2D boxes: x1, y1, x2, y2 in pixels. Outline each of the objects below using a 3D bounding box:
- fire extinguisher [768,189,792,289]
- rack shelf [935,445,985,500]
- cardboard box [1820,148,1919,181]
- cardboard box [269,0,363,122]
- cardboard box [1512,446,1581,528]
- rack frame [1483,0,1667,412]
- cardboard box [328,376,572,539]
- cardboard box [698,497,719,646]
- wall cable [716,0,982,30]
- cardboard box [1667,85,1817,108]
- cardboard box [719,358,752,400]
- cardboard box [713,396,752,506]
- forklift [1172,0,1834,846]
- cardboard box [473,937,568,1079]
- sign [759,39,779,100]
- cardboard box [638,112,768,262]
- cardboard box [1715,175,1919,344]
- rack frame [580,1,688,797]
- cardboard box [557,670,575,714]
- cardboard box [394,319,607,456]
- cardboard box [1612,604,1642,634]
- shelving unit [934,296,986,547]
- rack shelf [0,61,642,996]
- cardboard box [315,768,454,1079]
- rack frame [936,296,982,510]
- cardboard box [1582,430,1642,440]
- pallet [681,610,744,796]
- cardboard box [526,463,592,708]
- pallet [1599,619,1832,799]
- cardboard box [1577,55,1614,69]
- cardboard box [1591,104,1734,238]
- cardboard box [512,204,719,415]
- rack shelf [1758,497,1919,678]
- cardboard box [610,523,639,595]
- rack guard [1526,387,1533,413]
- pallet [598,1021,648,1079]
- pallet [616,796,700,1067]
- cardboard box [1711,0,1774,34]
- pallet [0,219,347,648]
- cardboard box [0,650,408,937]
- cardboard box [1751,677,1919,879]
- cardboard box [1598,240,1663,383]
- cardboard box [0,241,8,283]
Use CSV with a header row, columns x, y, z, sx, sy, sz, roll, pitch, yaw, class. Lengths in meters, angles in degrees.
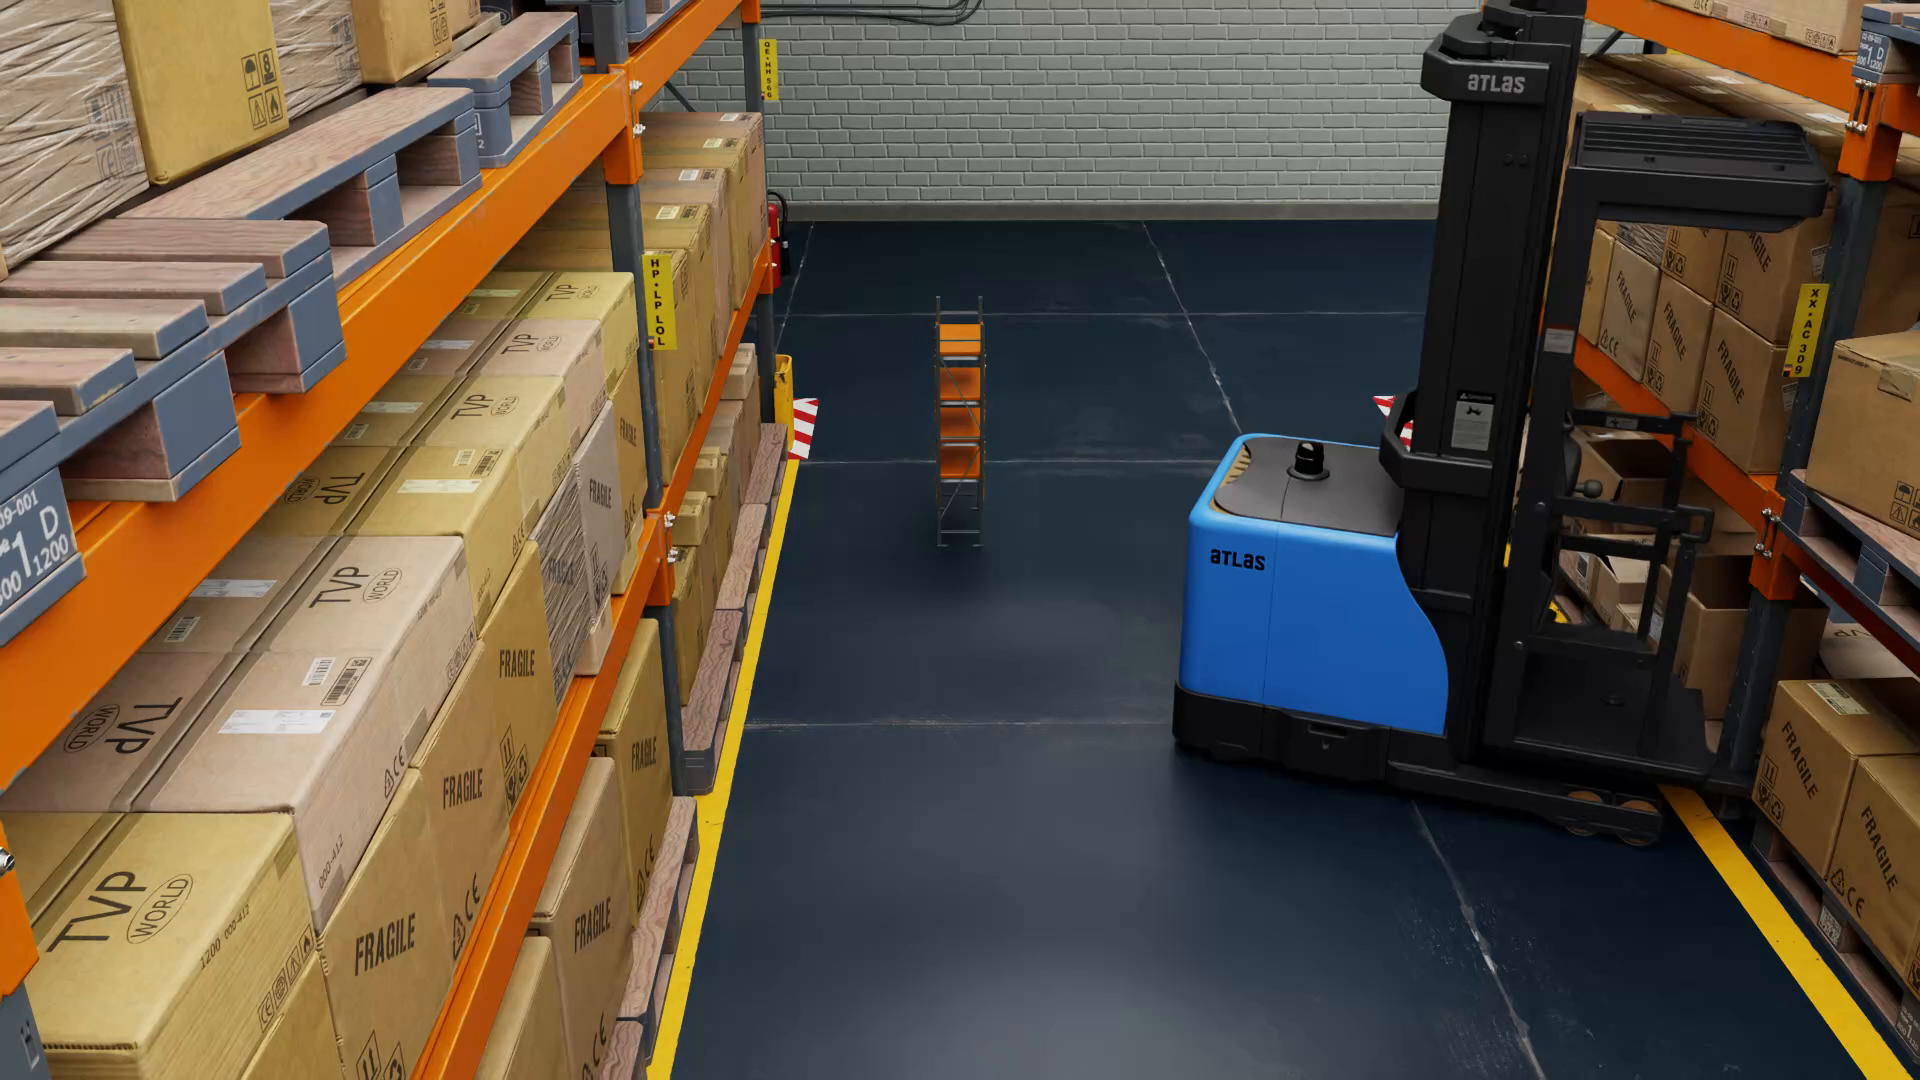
x,y,z,sx,sy,sz,roll,pitch,yaw,class
-1.132,-1.801,9.639,0.296,0.674,0.183,0,24,-1,fire extinguisher
-0.002,-0.373,8.763,0.258,0.148,0.480,0,24,-1,rack shelf
3.675,-1.227,6.488,0.500,0.500,0.500,-1,24,-2,cardboard box
-1.637,-1.108,3.264,0.700,0.500,0.500,0,24,-1,cardboard box
3.094,-0.276,8.524,0.500,0.250,0.500,0,24,-1,cardboard box
3.361,-1.966,9.457,1.000,3.000,0.127,0,24,-1,rack frame
-1.286,-0.214,4.166,0.500,0.250,0.500,0,24,0,cardboard box
-1.456,0.138,7.329,0.700,0.500,0.500,0,24,-1,cardboard box
-1.296,-5.593,13.965,3.097,2.526,0.112,0,24,-1,wall cable
3.658,-1.863,7.895,0.500,0.500,0.500,0,24,1,cardboard box
-1.297,-0.845,8.714,0.380,0.149,0.250,0,24,1,cardboard box
-1.479,-0.500,8.740,0.700,0.500,0.500,0,24,-1,cardboard box
2.443,-0.439,6.164,3.031,2.935,1.130,9,26,18,forklift
-1.385,1.478,3.942,0.750,0.750,0.750,0,24,-1,cardboard box
-1.049,-2.574,9.110,0.100,0.325,0.005,0,24,-1,sign
-1.577,-1.869,8.878,0.980,0.700,0.700,1,24,2,cardboard box
3.140,-1.026,6.044,0.500,0.500,0.500,0,24,0,cardboard box
-1.548,-0.294,5.760,1.000,3.000,0.127,0,24,-1,rack frame
-1.280,0.370,4.573,0.380,0.149,0.250,0,24,-1,cardboard box
-1.292,-0.424,4.630,0.500,0.250,0.500,0,24,1,cardboard box
3.051,0.393,7.167,0.380,0.149,0.250,0,24,-1,cardboard box
-0.002,-0.615,8.654,0.258,1.200,0.503,0,24,-1,shelving unit
-1.527,-0.509,3.468,1.077,0.370,4.000,0,24,-1,rack shelf
-1.251,0.747,2.952,0.500,0.500,0.500,1,24,1,cardboard box
-0.004,-0.715,8.876,0.240,1.200,0.015,0,24,-1,rack frame
3.528,-0.485,9.087,0.380,0.166,0.250,0,24,-1,cardboard box
-1.479,0.663,7.028,1.003,0.211,1.213,0,24,-1,pallet
-1.279,0.122,4.333,0.500,0.500,0.500,0,24,0,cardboard box
3.398,0.670,7.013,1.003,0.211,1.213,0,24,-1,pallet
3.102,-2.283,8.823,0.500,0.500,0.500,0,24,1,cardboard box
3.123,-1.652,7.428,0.500,0.500,0.500,0,24,-1,cardboard box
-1.541,-0.955,6.858,0.980,0.700,0.700,-1,24,-2,cardboard box
3.427,0.834,4.139,1.077,0.370,4.000,0,24,-1,rack shelf
-1.235,0.053,5.273,0.380,0.149,0.250,0,24,0,cardboard box
3.362,-0.796,9.903,1.175,0.500,0.348,0,24,-1,rack guard
-1.448,1.798,4.518,1.003,0.211,1.213,0,24,-1,pallet
-1.465,1.294,5.632,1.003,0.211,1.213,0,24,-1,pallet
3.139,-2.021,6.121,0.500,0.250,0.500,0,24,-1,cardboard box
-1.565,-0.191,2.122,1.213,0.211,1.003,1,24,2,pallet
-1.259,0.413,2.781,0.500,0.250,0.500,-1,24,-1,cardboard box
3.166,0.821,5.794,0.500,0.500,0.500,-1,24,-3,cardboard box
3.128,-0.992,7.183,0.500,0.500,0.500,0,24,1,cardboard box
-1.567,-0.454,1.819,0.700,0.500,0.500,-2,24,-5,cardboard box
